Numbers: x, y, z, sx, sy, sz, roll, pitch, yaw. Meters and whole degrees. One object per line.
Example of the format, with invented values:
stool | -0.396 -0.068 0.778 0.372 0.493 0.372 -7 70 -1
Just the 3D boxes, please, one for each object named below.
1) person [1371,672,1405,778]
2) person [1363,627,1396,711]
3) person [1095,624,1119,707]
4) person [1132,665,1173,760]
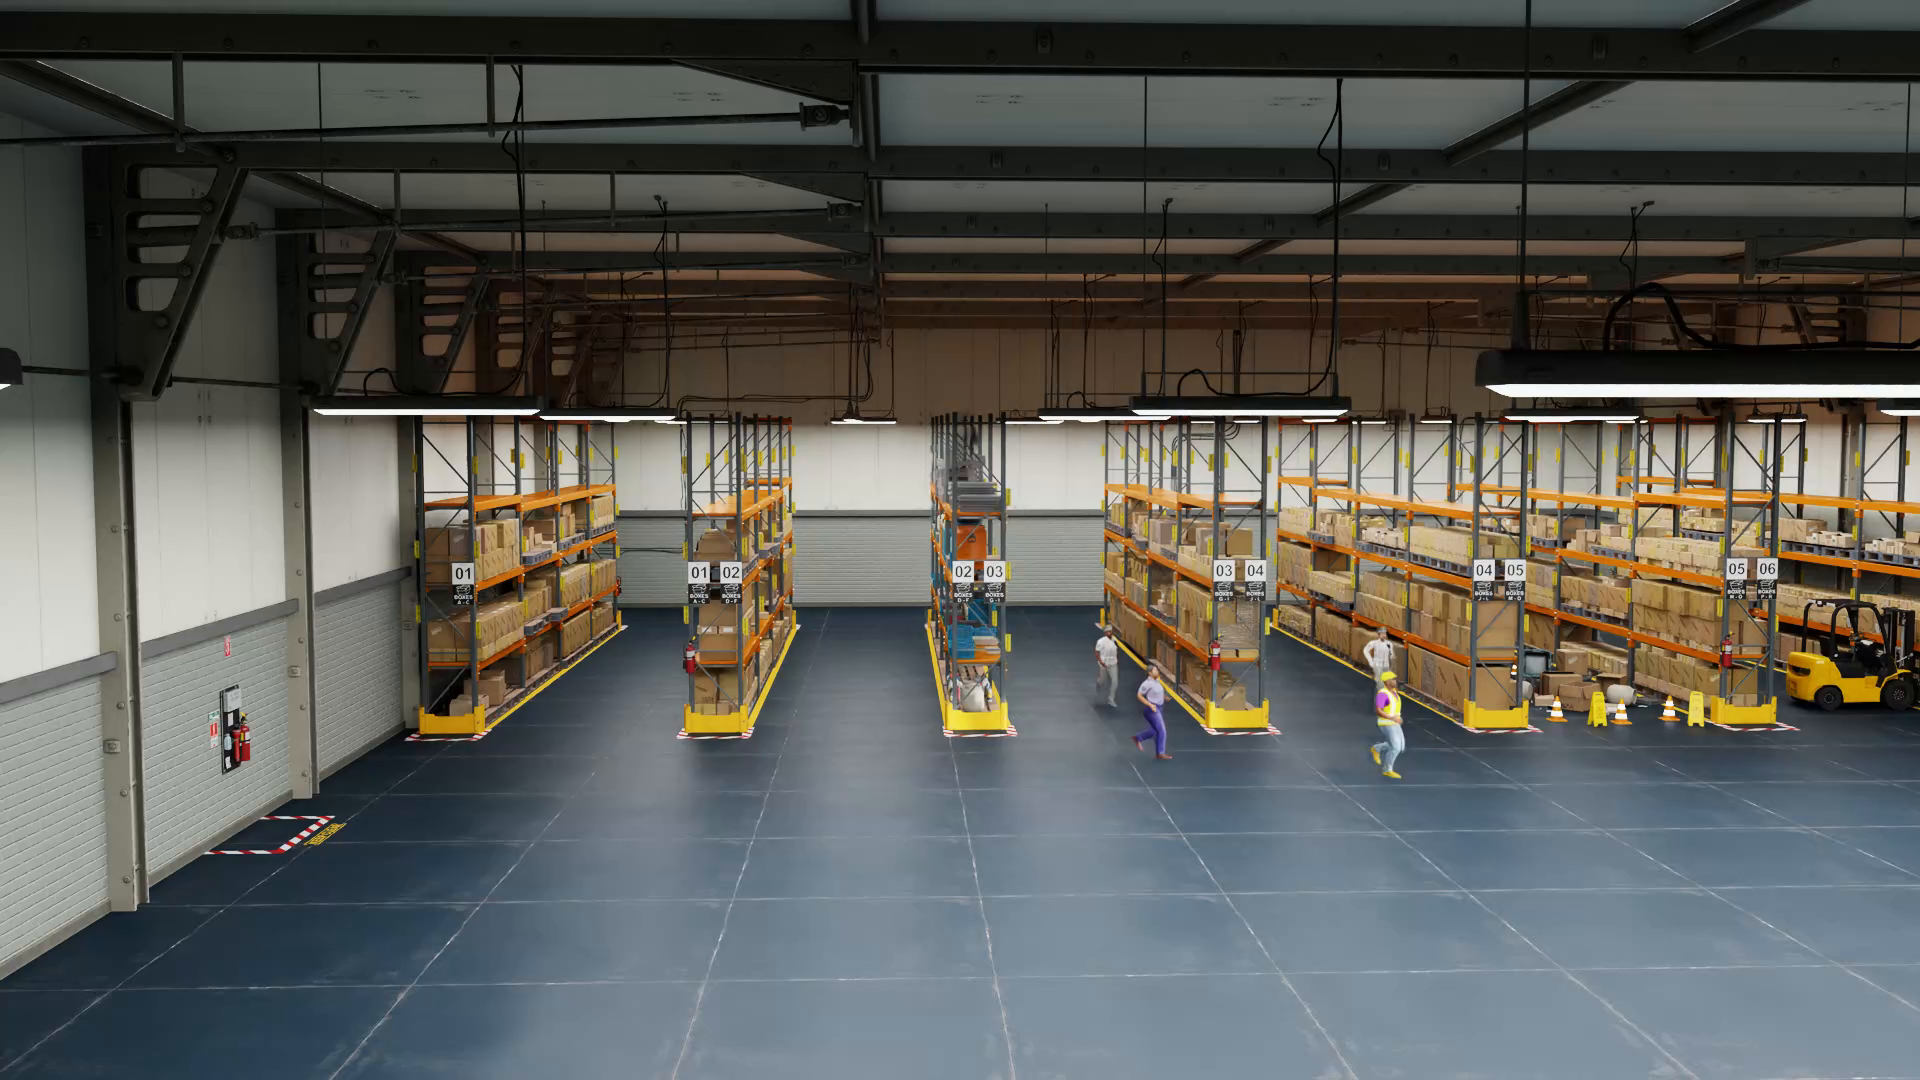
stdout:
person | 7.015 3.013 27.286 0.613 1.727 0.736 3 5 33
person | 8.499 2.604 33.570 0.588 1.732 0.715 -1 4 -9
person | 3.049 2.574 34.415 0.549 1.682 0.864 -1 4 -13
person | 3.318 2.961 28.745 0.774 1.611 0.619 2 4 27
